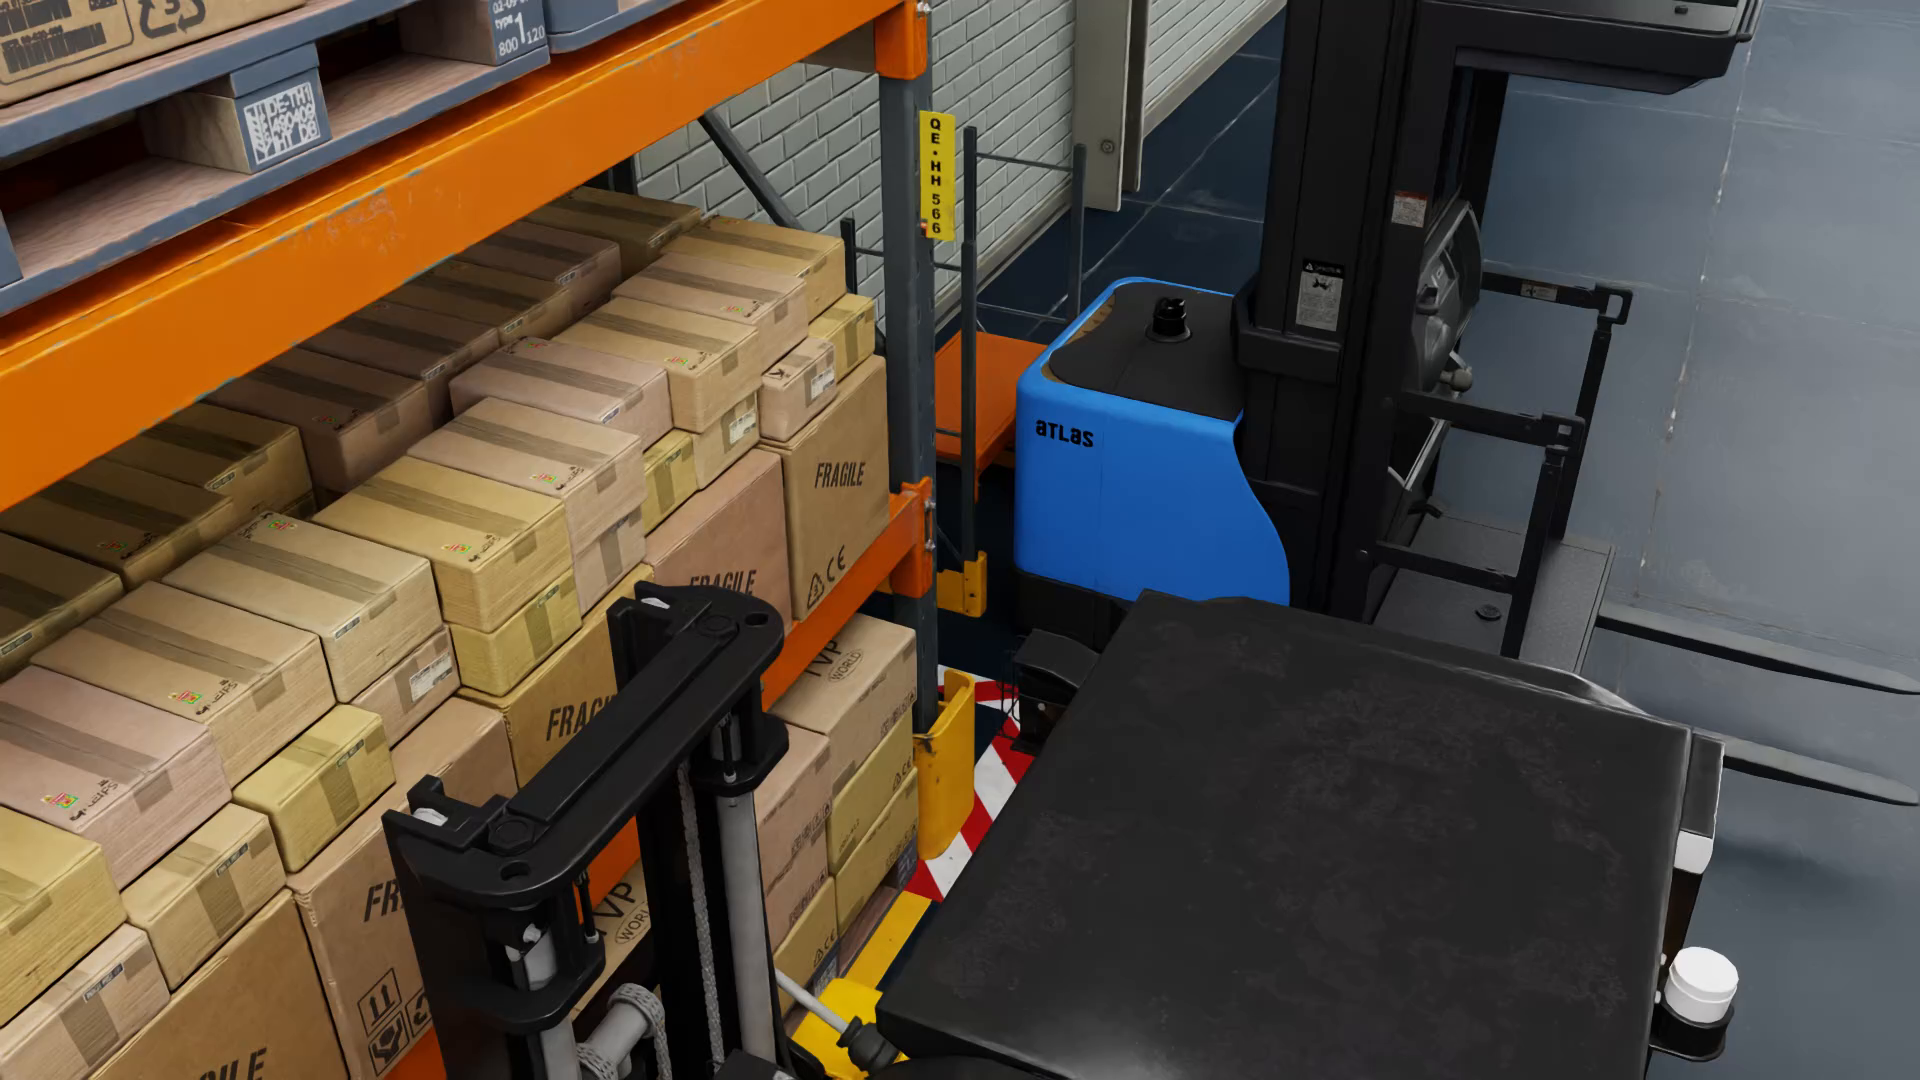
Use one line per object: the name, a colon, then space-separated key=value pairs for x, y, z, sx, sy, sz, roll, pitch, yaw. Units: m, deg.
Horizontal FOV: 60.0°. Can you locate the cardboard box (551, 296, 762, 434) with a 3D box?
cardboard box: x=-0.663 y=-0.389 z=3.654 sx=0.380 sy=0.149 sz=0.250 roll=15 pitch=36 yaw=22

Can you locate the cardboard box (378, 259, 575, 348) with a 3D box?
cardboard box: x=-1.117 y=-0.507 z=3.834 sx=0.380 sy=0.149 sz=0.250 roll=15 pitch=36 yaw=21

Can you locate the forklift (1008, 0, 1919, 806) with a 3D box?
forklift: x=1.732 y=-0.757 z=5.232 sx=3.031 sy=2.935 sz=1.130 roll=15 pitch=36 yaw=22

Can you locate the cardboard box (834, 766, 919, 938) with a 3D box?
cardboard box: x=-0.455 y=0.836 z=4.865 sx=0.500 sy=0.250 sz=0.500 roll=14 pitch=36 yaw=21

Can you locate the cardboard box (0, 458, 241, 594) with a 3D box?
cardboard box: x=-1.553 y=-0.001 z=3.061 sx=0.380 sy=0.149 sz=0.250 roll=14 pitch=36 yaw=21

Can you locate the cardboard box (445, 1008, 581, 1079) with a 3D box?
cardboard box: x=-1.084 y=1.172 z=3.440 sx=0.500 sy=0.250 sz=0.500 roll=13 pitch=36 yaw=20

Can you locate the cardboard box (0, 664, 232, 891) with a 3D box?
cardboard box: x=-1.349 y=0.359 z=2.513 sx=0.380 sy=0.149 sz=0.250 roll=14 pitch=36 yaw=20

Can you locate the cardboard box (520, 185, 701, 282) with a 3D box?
cardboard box: x=-0.880 y=-0.764 z=4.226 sx=0.380 sy=0.149 sz=0.250 roll=13 pitch=36 yaw=20

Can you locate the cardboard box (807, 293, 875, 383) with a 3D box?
cardboard box: x=-0.436 y=-0.521 z=4.127 sx=0.380 sy=0.149 sz=0.250 roll=15 pitch=36 yaw=21

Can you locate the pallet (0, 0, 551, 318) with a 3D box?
pallet: x=-1.374 y=-0.707 z=2.437 sx=1.003 sy=0.211 sz=1.213 roll=14 pitch=36 yaw=20

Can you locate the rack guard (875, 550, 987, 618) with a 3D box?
rack guard: x=-0.176 y=0.106 z=6.361 sx=0.587 sy=0.250 sz=0.087 roll=14 pitch=36 yaw=20

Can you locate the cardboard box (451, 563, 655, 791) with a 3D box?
cardboard box: x=-0.952 y=0.330 z=3.420 sx=0.500 sy=0.500 sz=0.500 roll=13 pitch=36 yaw=20

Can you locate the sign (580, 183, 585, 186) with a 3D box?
sign: x=-1.047 y=-0.971 z=4.633 sx=0.100 sy=0.325 sz=0.005 roll=14 pitch=36 yaw=20

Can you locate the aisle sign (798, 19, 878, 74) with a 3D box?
aisle sign: x=-0.251 y=-1.498 z=3.928 sx=0.394 sy=0.787 sz=0.004 roll=14 pitch=36 yaw=20

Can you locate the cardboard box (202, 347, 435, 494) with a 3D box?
cardboard box: x=-1.322 y=-0.250 z=3.442 sx=0.380 sy=0.149 sz=0.250 roll=15 pitch=36 yaw=22

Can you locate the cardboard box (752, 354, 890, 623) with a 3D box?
cardboard box: x=-0.512 y=-0.182 z=4.200 sx=0.500 sy=0.500 sz=0.500 roll=13 pitch=36 yaw=19

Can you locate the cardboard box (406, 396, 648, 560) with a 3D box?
cardboard box: x=-0.843 y=-0.127 z=3.255 sx=0.380 sy=0.149 sz=0.250 roll=15 pitch=36 yaw=22

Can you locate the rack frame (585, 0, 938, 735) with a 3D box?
rack frame: x=-0.545 y=-0.445 z=4.693 sx=1.000 sy=3.000 sz=0.127 roll=14 pitch=36 yaw=20

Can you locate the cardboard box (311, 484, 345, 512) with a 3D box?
cardboard box: x=-1.416 y=-0.159 z=3.575 sx=0.380 sy=0.149 sz=0.250 roll=15 pitch=36 yaw=21

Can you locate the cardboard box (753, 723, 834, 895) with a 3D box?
cardboard box: x=-0.663 y=0.667 z=4.209 sx=0.500 sy=0.250 sz=0.500 roll=15 pitch=36 yaw=21

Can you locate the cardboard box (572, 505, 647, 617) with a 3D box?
cardboard box: x=-0.863 y=-0.007 z=3.343 sx=0.380 sy=0.149 sz=0.250 roll=13 pitch=35 yaw=19

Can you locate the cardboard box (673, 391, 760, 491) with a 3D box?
cardboard box: x=-0.680 y=-0.272 z=3.747 sx=0.380 sy=0.149 sz=0.250 roll=15 pitch=36 yaw=21

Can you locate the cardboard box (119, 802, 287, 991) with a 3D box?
cardboard box: x=-1.285 y=0.505 z=2.562 sx=0.380 sy=0.149 sz=0.250 roll=13 pitch=35 yaw=19

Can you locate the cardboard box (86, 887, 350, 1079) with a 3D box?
cardboard box: x=-1.382 y=0.828 z=2.660 sx=0.500 sy=0.500 sz=0.500 roll=14 pitch=36 yaw=20

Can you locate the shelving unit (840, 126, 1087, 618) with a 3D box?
shelving unit: x=0.032 y=-0.665 z=6.397 sx=0.587 sy=1.500 sz=1.083 roll=14 pitch=36 yaw=20

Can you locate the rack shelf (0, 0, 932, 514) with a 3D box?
rack shelf: x=-1.382 y=-0.403 z=2.549 sx=1.077 sy=0.370 sz=4.000 roll=14 pitch=36 yaw=20

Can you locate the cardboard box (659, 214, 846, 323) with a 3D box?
cardboard box: x=-0.504 y=-0.656 z=4.061 sx=0.380 sy=0.149 sz=0.250 roll=14 pitch=36 yaw=21

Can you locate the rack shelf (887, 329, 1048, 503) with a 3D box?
rack shelf: x=0.036 y=-0.519 z=6.502 sx=0.538 sy=0.185 sz=1.000 roll=14 pitch=36 yaw=20

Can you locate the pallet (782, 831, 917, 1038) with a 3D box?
pallet: x=-0.827 y=1.111 z=4.862 sx=1.003 sy=0.211 sz=1.213 roll=14 pitch=36 yaw=20

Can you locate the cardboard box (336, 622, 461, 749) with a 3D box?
cardboard box: x=-1.136 y=0.227 z=2.986 sx=0.380 sy=0.149 sz=0.250 roll=14 pitch=36 yaw=20

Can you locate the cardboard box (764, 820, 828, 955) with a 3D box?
cardboard box: x=-0.684 y=0.881 z=4.339 sx=0.500 sy=0.250 sz=0.500 roll=14 pitch=36 yaw=20

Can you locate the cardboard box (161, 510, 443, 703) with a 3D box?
cardboard box: x=-1.140 y=0.109 z=2.894 sx=0.380 sy=0.149 sz=0.250 roll=15 pitch=36 yaw=21

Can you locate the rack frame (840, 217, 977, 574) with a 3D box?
rack frame: x=-0.177 y=-0.417 z=6.017 sx=0.500 sy=1.500 sz=0.032 roll=14 pitch=36 yaw=20
